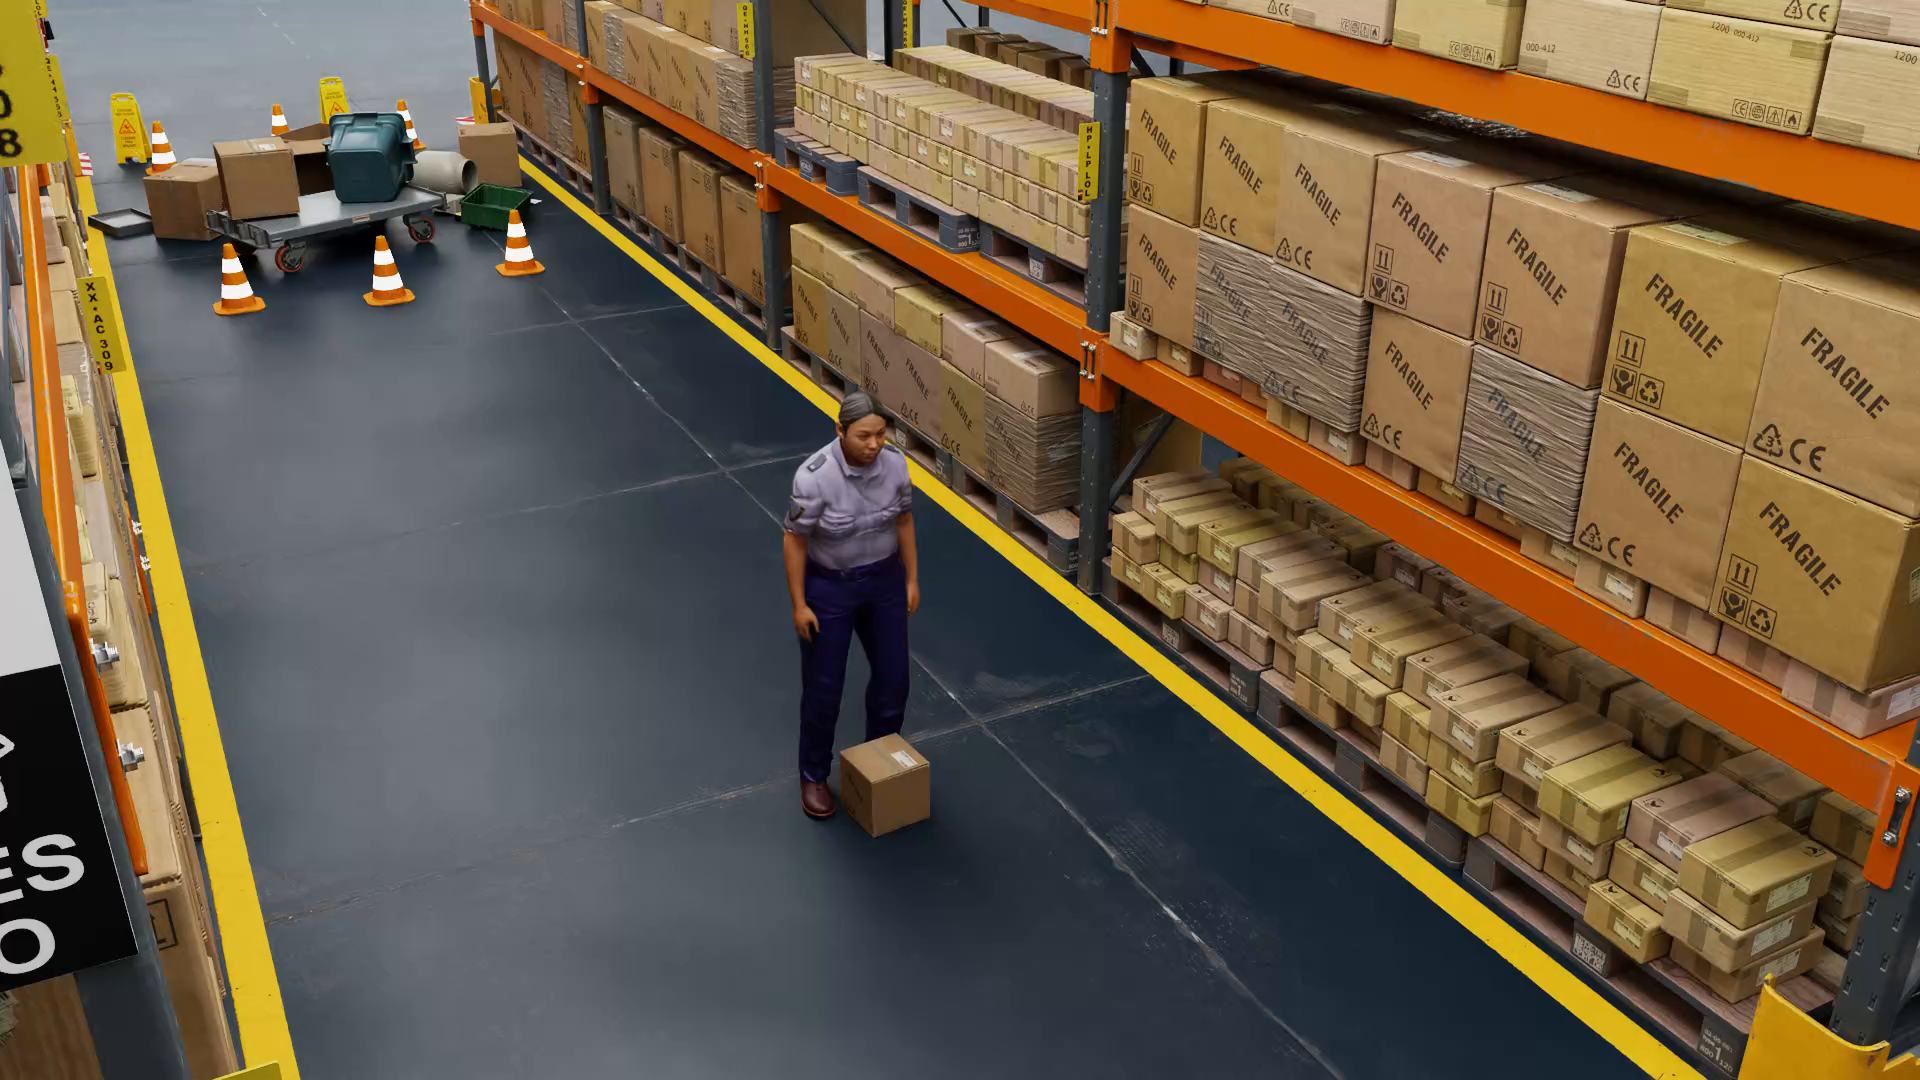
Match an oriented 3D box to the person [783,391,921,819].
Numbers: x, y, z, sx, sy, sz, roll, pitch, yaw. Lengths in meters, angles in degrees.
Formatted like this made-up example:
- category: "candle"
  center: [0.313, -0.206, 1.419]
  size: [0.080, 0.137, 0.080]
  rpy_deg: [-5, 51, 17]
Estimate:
- category: "person"
  center: [-0.389, 0.216, 6.171]
  size: [0.545, 1.651, 0.414]
  rpy_deg: [-13, 29, -26]
